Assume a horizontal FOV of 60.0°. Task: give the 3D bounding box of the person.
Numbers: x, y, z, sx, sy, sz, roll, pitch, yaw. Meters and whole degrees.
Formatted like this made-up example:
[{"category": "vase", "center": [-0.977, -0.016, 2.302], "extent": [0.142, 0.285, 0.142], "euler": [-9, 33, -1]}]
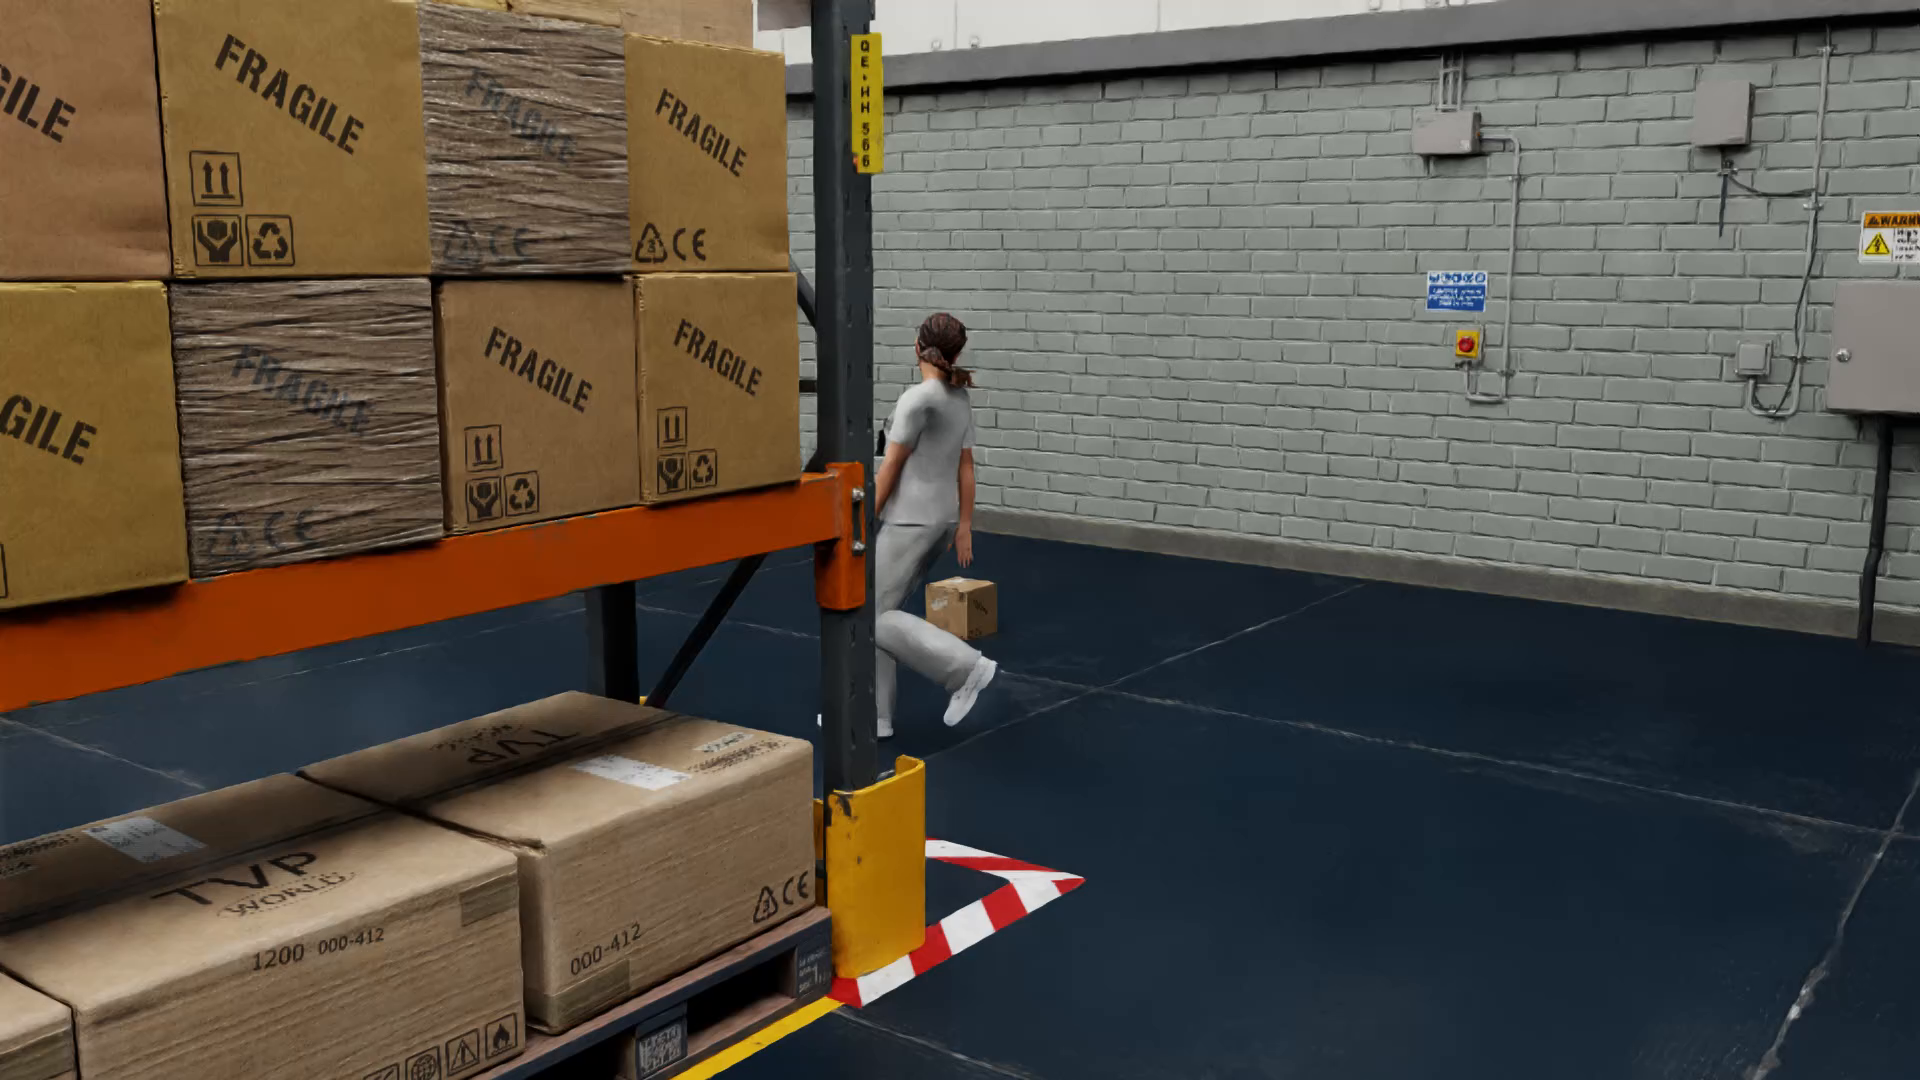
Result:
[{"category": "person", "center": [-0.155, -0.050, 6.351], "extent": [0.733, 1.615, 0.505], "euler": [4, 11, 23]}]
